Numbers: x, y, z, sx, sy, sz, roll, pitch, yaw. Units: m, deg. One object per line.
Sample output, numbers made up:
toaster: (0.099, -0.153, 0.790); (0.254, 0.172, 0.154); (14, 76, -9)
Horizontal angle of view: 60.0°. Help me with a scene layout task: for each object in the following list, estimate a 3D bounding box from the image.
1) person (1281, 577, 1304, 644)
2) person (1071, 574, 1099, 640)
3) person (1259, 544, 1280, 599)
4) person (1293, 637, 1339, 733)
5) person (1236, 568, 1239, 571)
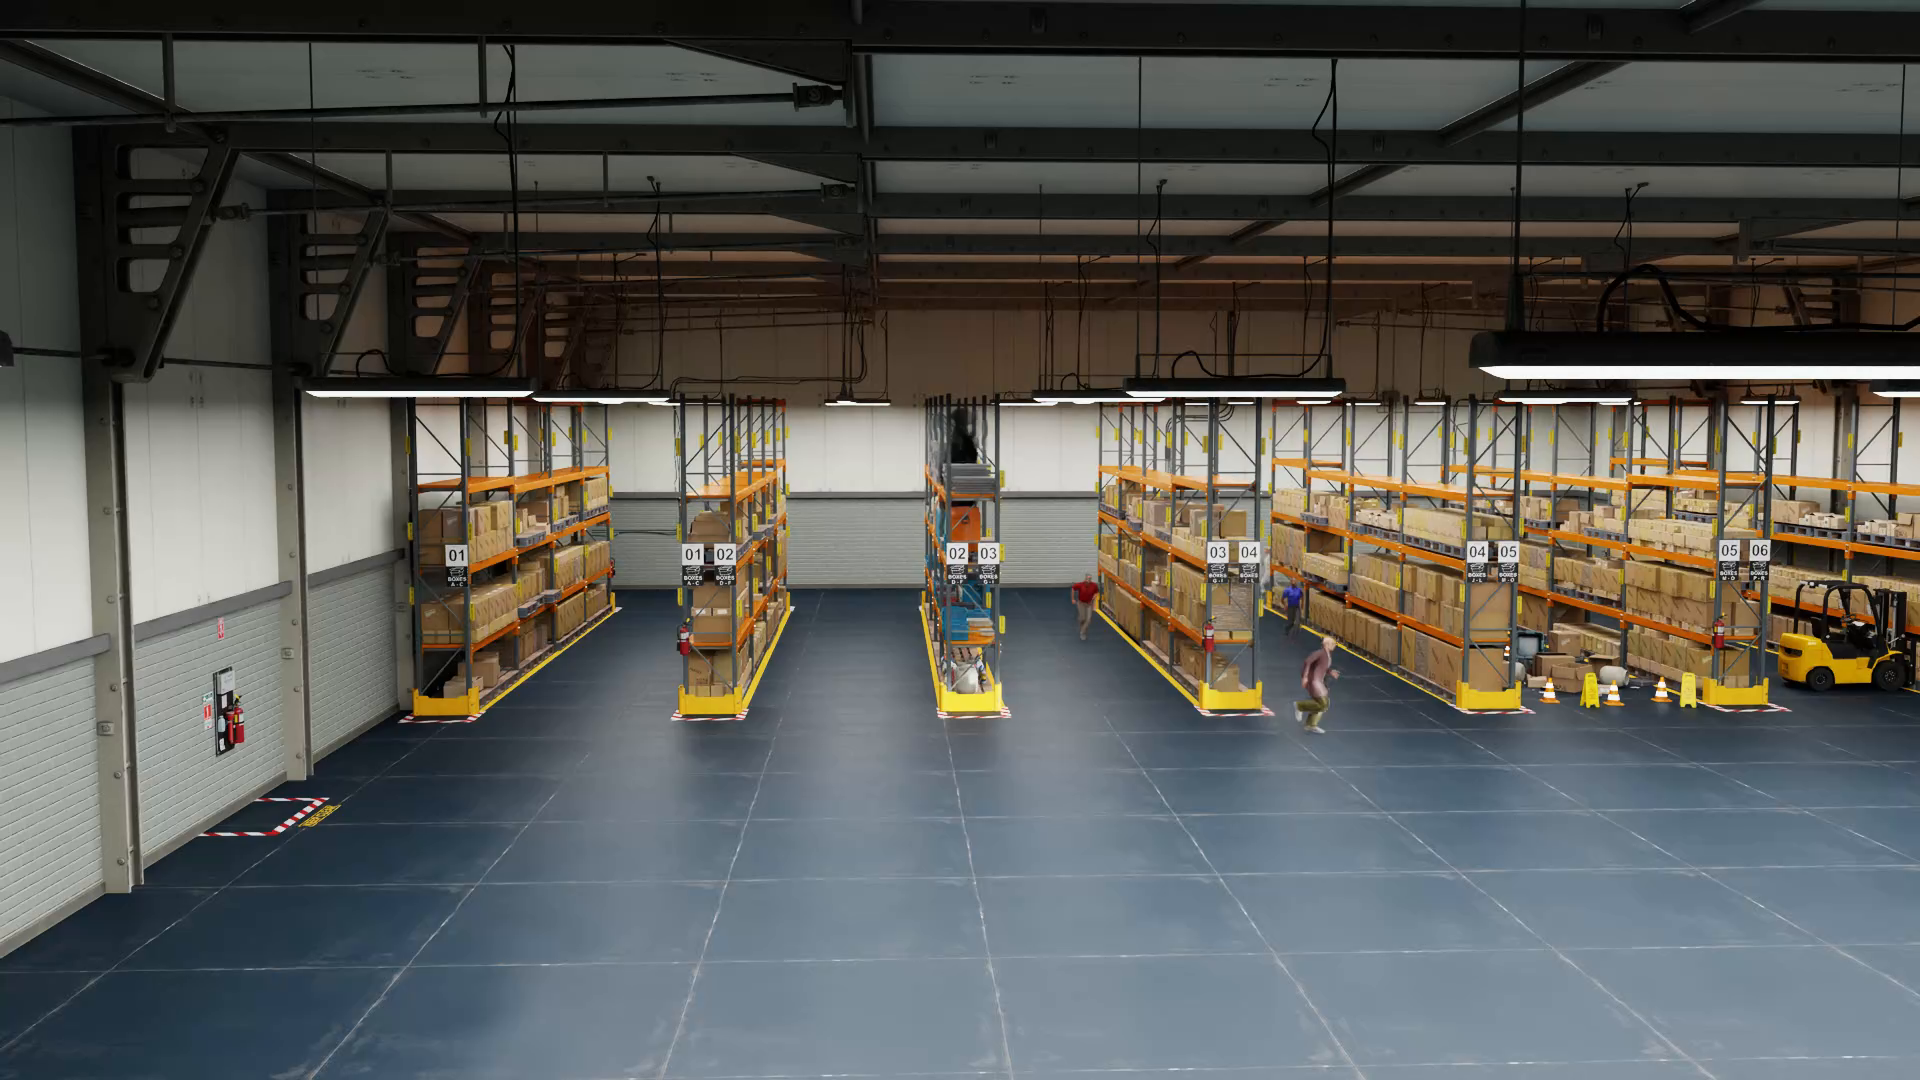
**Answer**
person: (8.157, 1.711, 40.737); (0.585, 1.621, 0.604); (-1, 5, -7)
person: (3.117, 1.653, 41.259); (0.652, 1.654, 0.742); (-1, 5, -14)
person: (9.167, 0.985, 49.112); (0.901, 1.766, 0.770); (0, 5, 6)
person: (6.315, 2.560, 29.481); (0.790, 1.708, 0.699); (2, 5, 23)
person: (8.178, 1.094, 48.270); (0.589, 1.643, 0.558); (3, 5, 33)
